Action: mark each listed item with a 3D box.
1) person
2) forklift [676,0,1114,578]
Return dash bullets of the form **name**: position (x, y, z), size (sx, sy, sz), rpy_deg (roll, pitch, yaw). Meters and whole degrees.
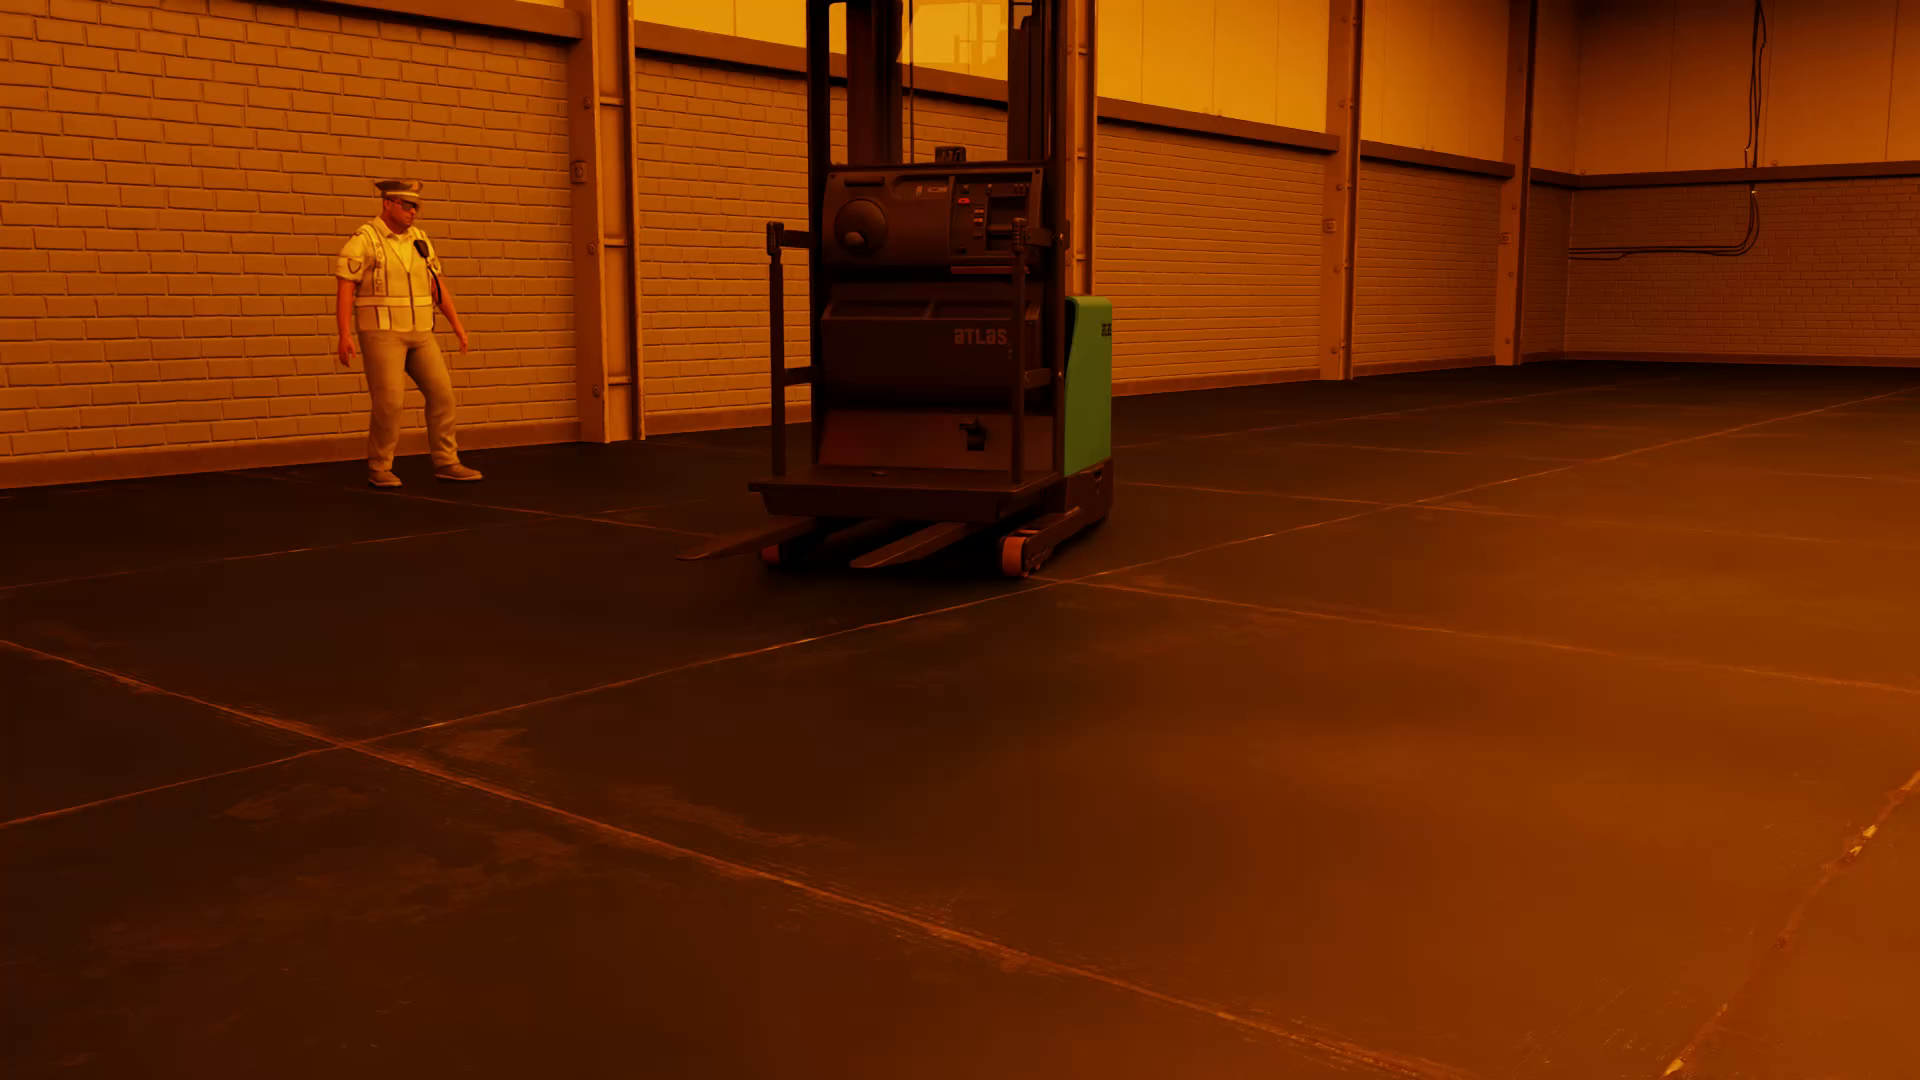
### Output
- **person**: position (-3.181, -1.177, 9.483), size (0.451, 1.727, 0.762), rpy_deg (6, 10, 37)
- **forklift**: position (-0.176, -1.366, 6.616), size (1.130, 2.935, 3.031), rpy_deg (3, 9, 17)
